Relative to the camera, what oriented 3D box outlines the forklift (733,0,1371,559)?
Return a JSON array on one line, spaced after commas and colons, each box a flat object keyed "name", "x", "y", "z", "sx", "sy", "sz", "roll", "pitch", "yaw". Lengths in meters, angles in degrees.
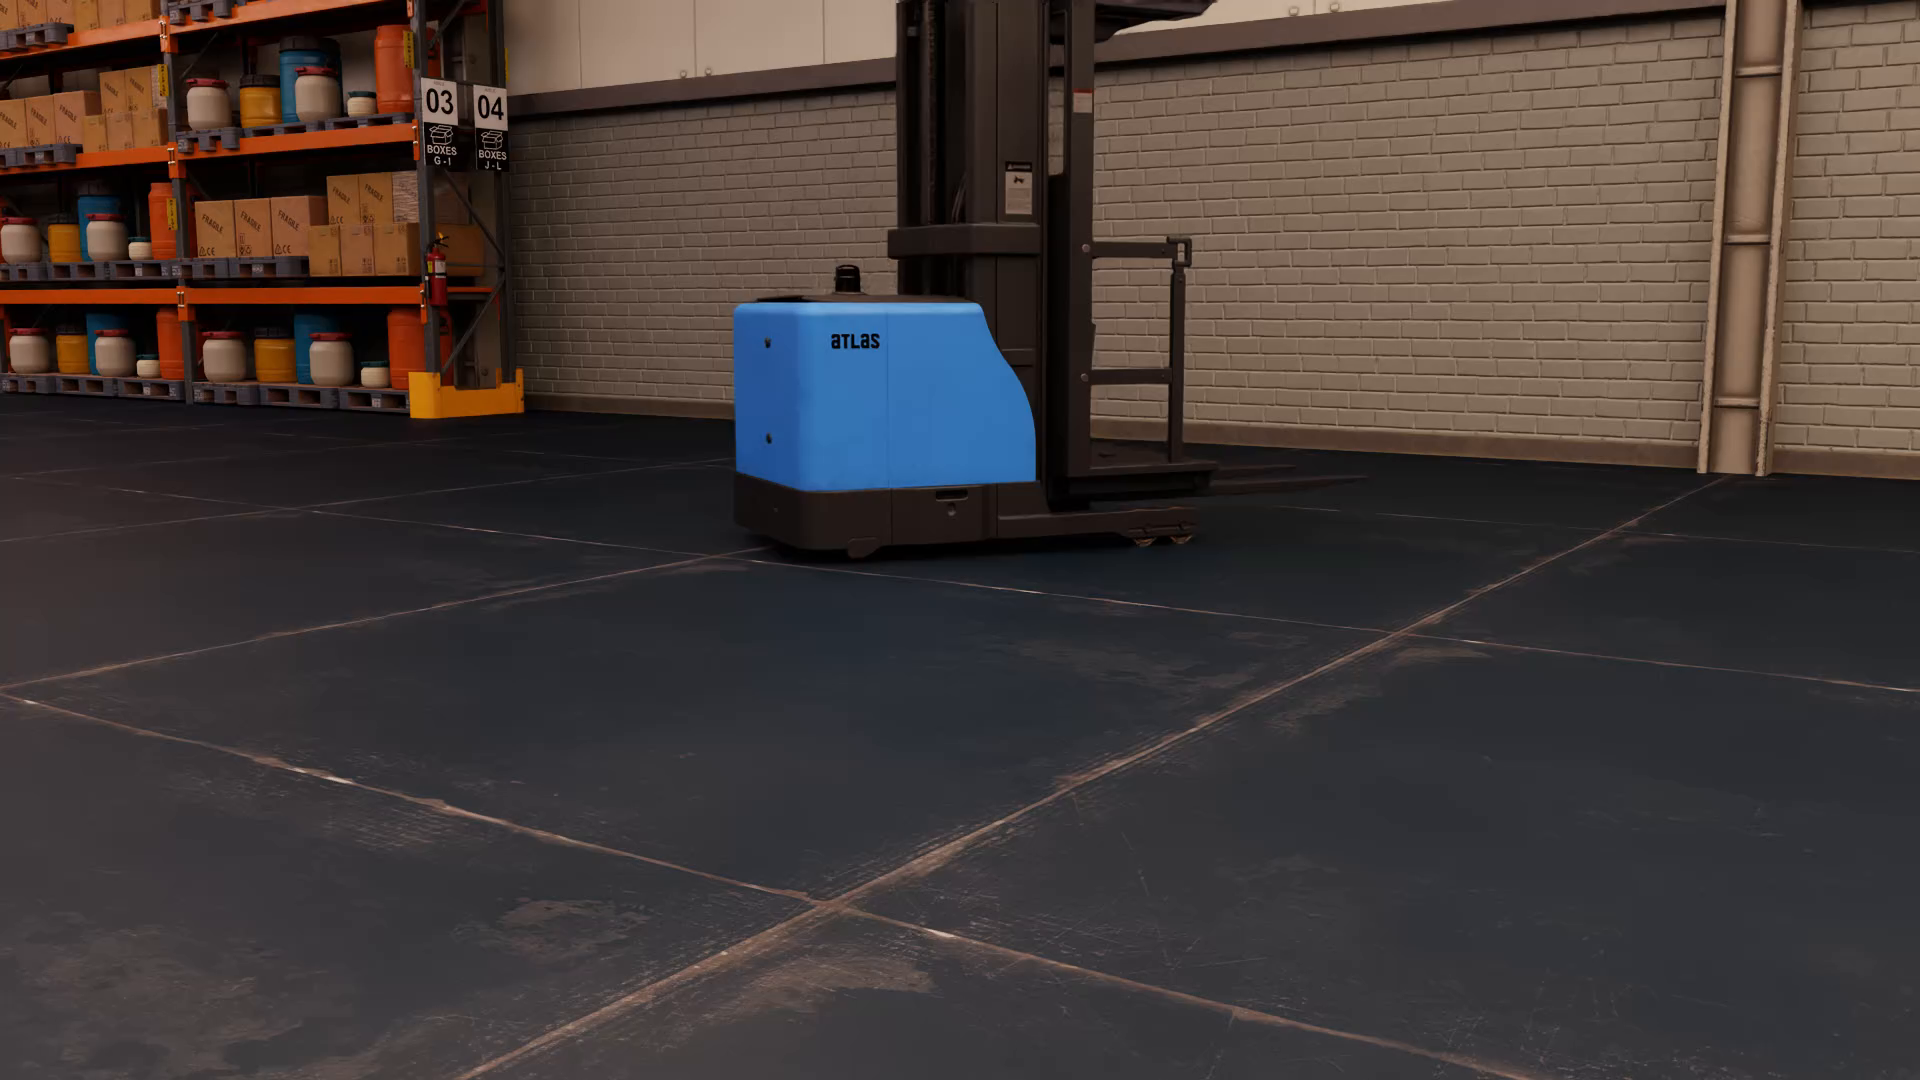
[{"name": "forklift", "x": 0.518, "y": -1.491, "z": 7.675, "sx": 3.031, "sy": 2.935, "sz": 1.130, "roll": -4, "pitch": 9, "yaw": -25}]
